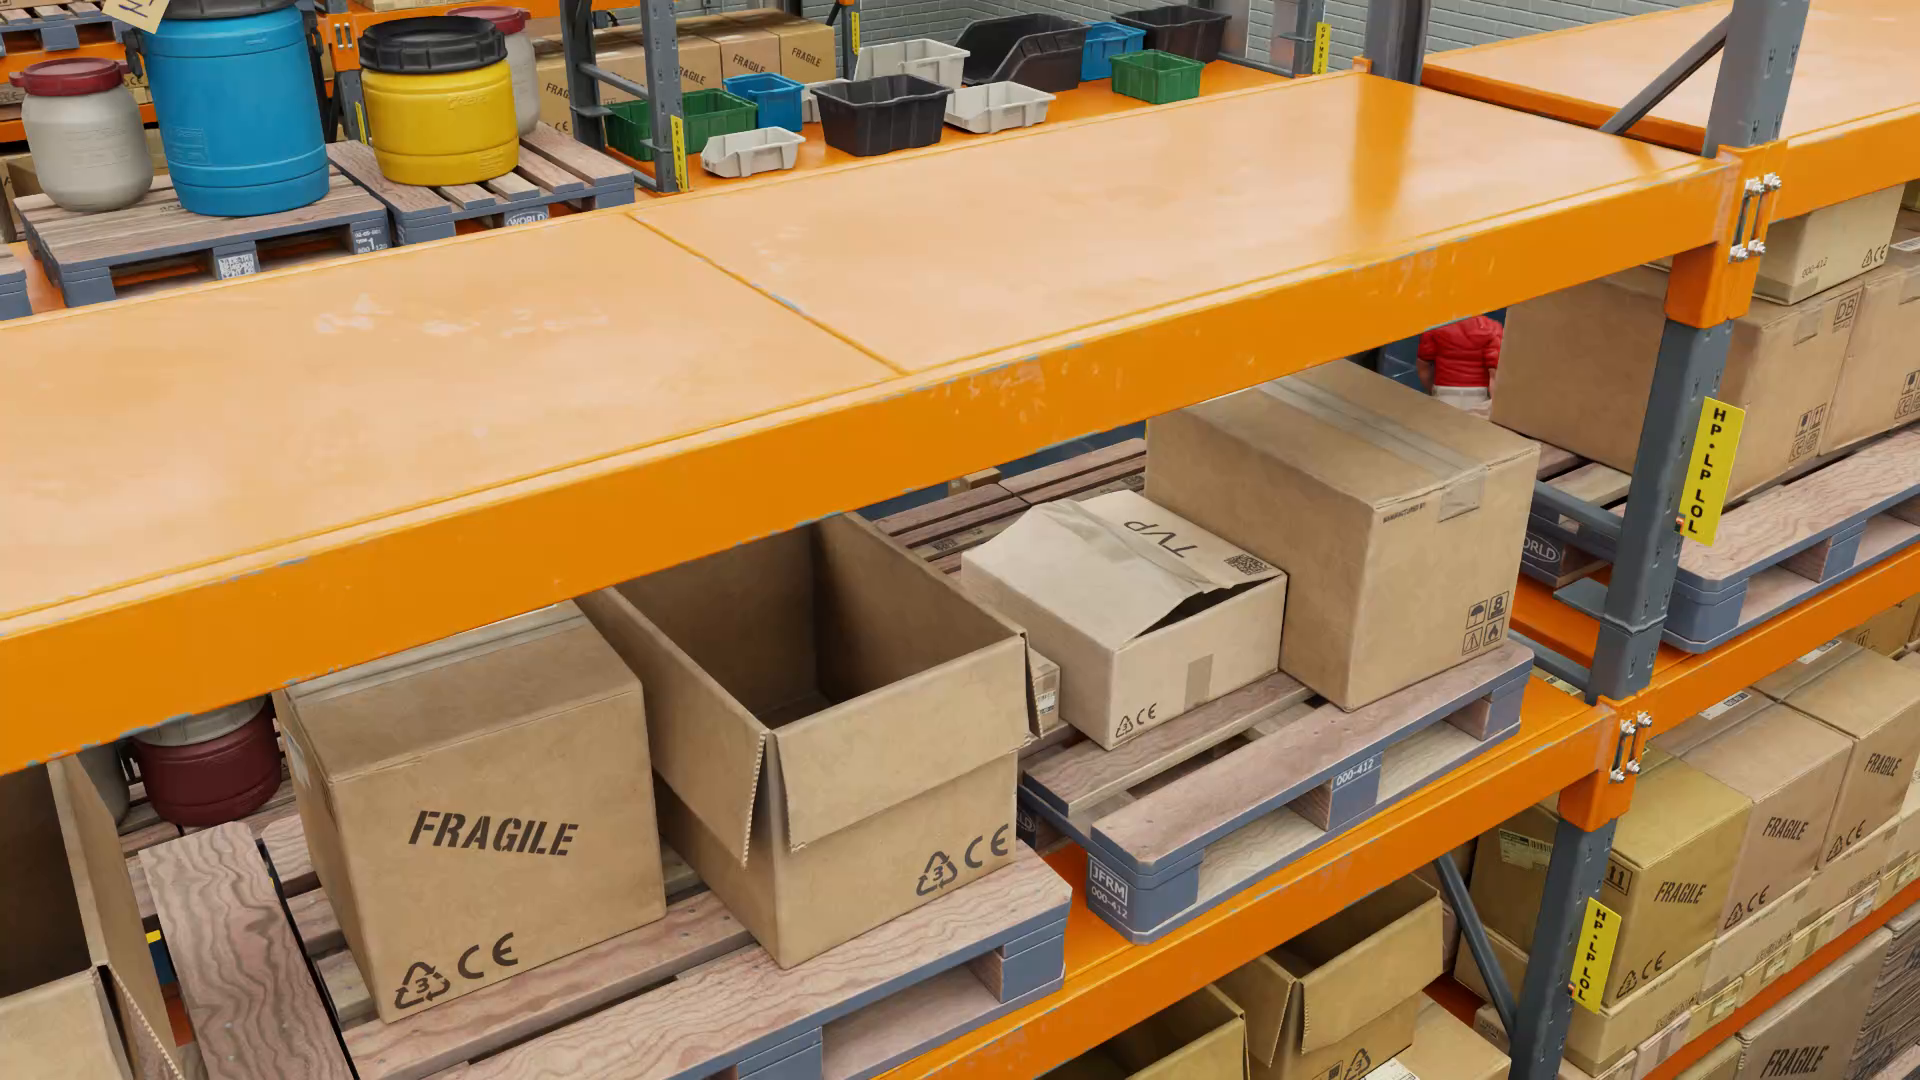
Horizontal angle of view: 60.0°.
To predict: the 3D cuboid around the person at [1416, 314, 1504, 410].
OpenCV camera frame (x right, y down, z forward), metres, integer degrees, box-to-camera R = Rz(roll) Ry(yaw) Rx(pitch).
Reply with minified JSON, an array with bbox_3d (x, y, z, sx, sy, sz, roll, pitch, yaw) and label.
[{"bbox_3d":[3.053,-0.822,10.235,0.555,1.664,0.957,10,30,18],"label":"person"}]
